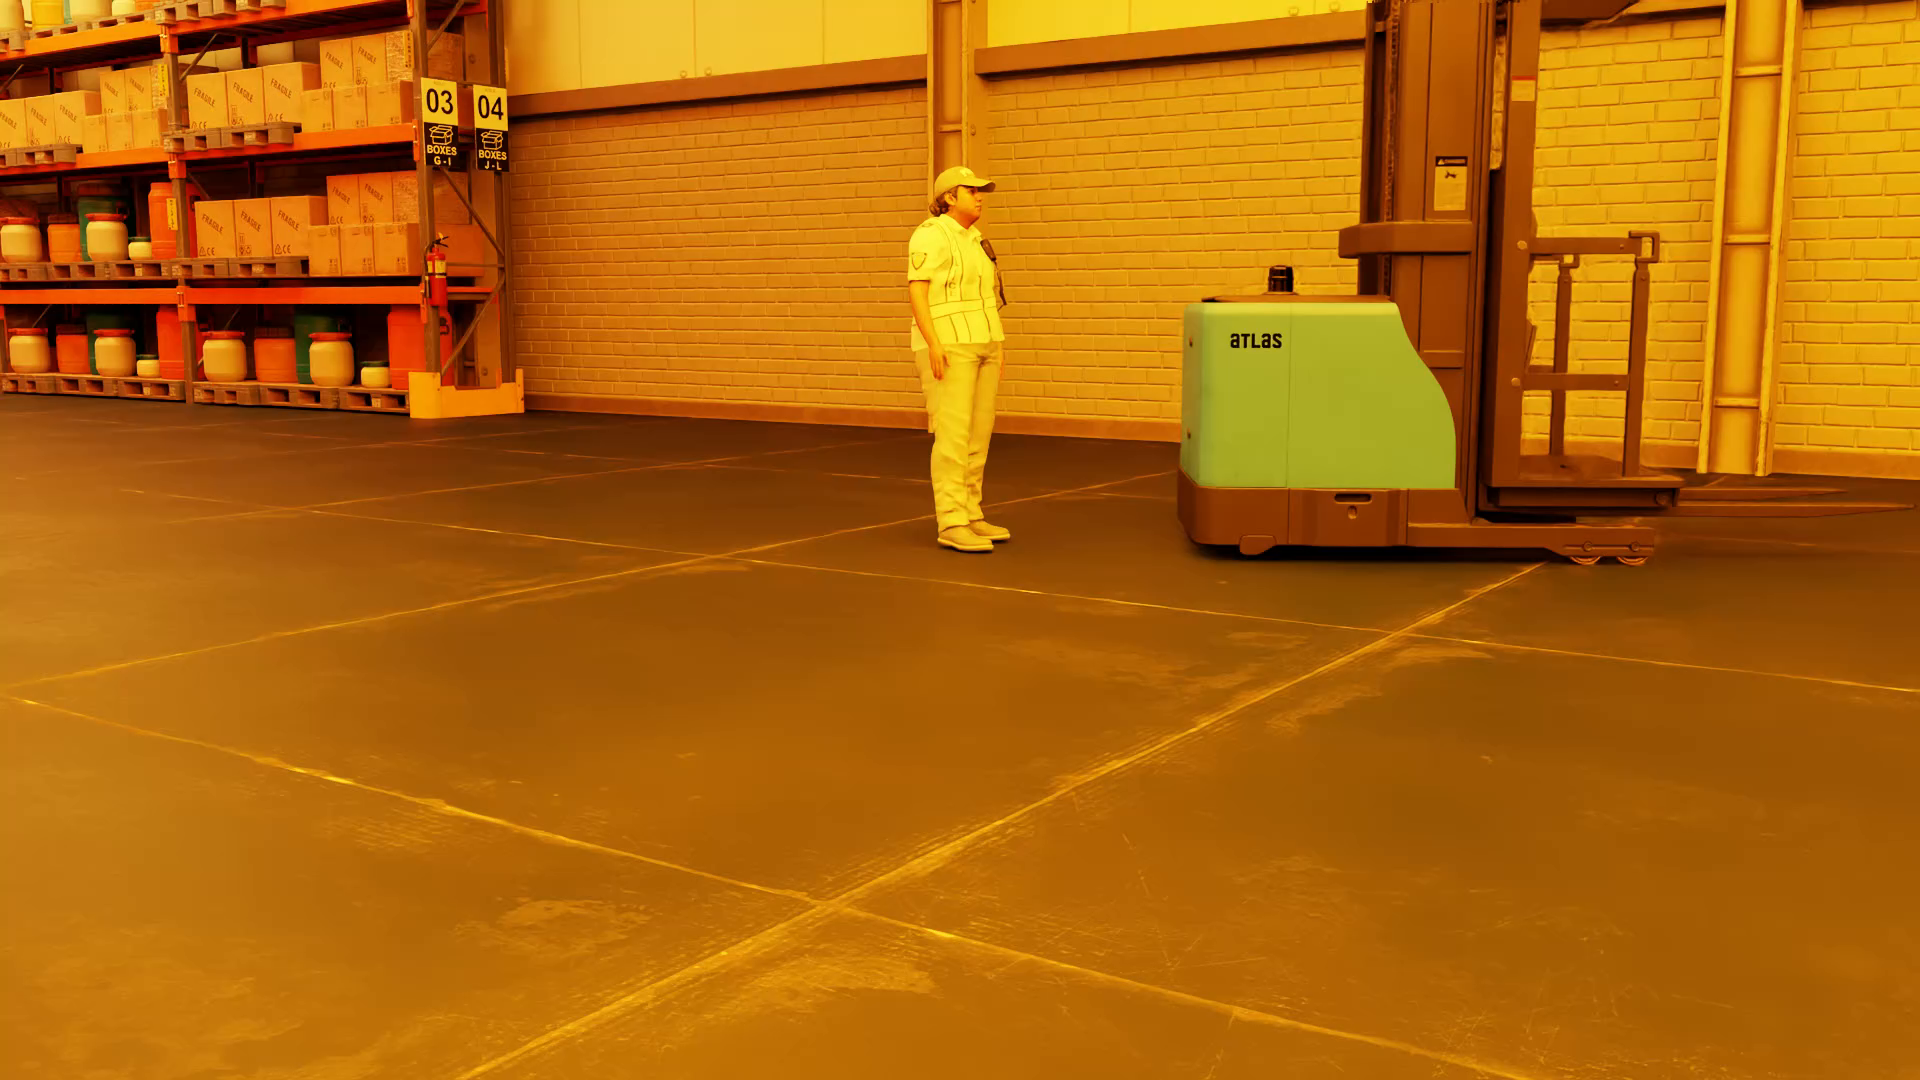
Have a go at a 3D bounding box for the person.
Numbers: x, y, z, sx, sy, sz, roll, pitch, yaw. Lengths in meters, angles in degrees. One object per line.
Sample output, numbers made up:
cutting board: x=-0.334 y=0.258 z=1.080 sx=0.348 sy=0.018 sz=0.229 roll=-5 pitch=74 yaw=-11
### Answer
person: x=0.051 y=-0.823 z=7.424 sx=0.529 sy=1.670 sz=0.598 roll=5 pitch=10 yaw=34

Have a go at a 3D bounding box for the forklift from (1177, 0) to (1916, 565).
forklift: x=2.523 y=-1.424 z=7.208 sx=3.031 sy=2.935 sz=1.130 roll=0 pitch=8 yaw=2
